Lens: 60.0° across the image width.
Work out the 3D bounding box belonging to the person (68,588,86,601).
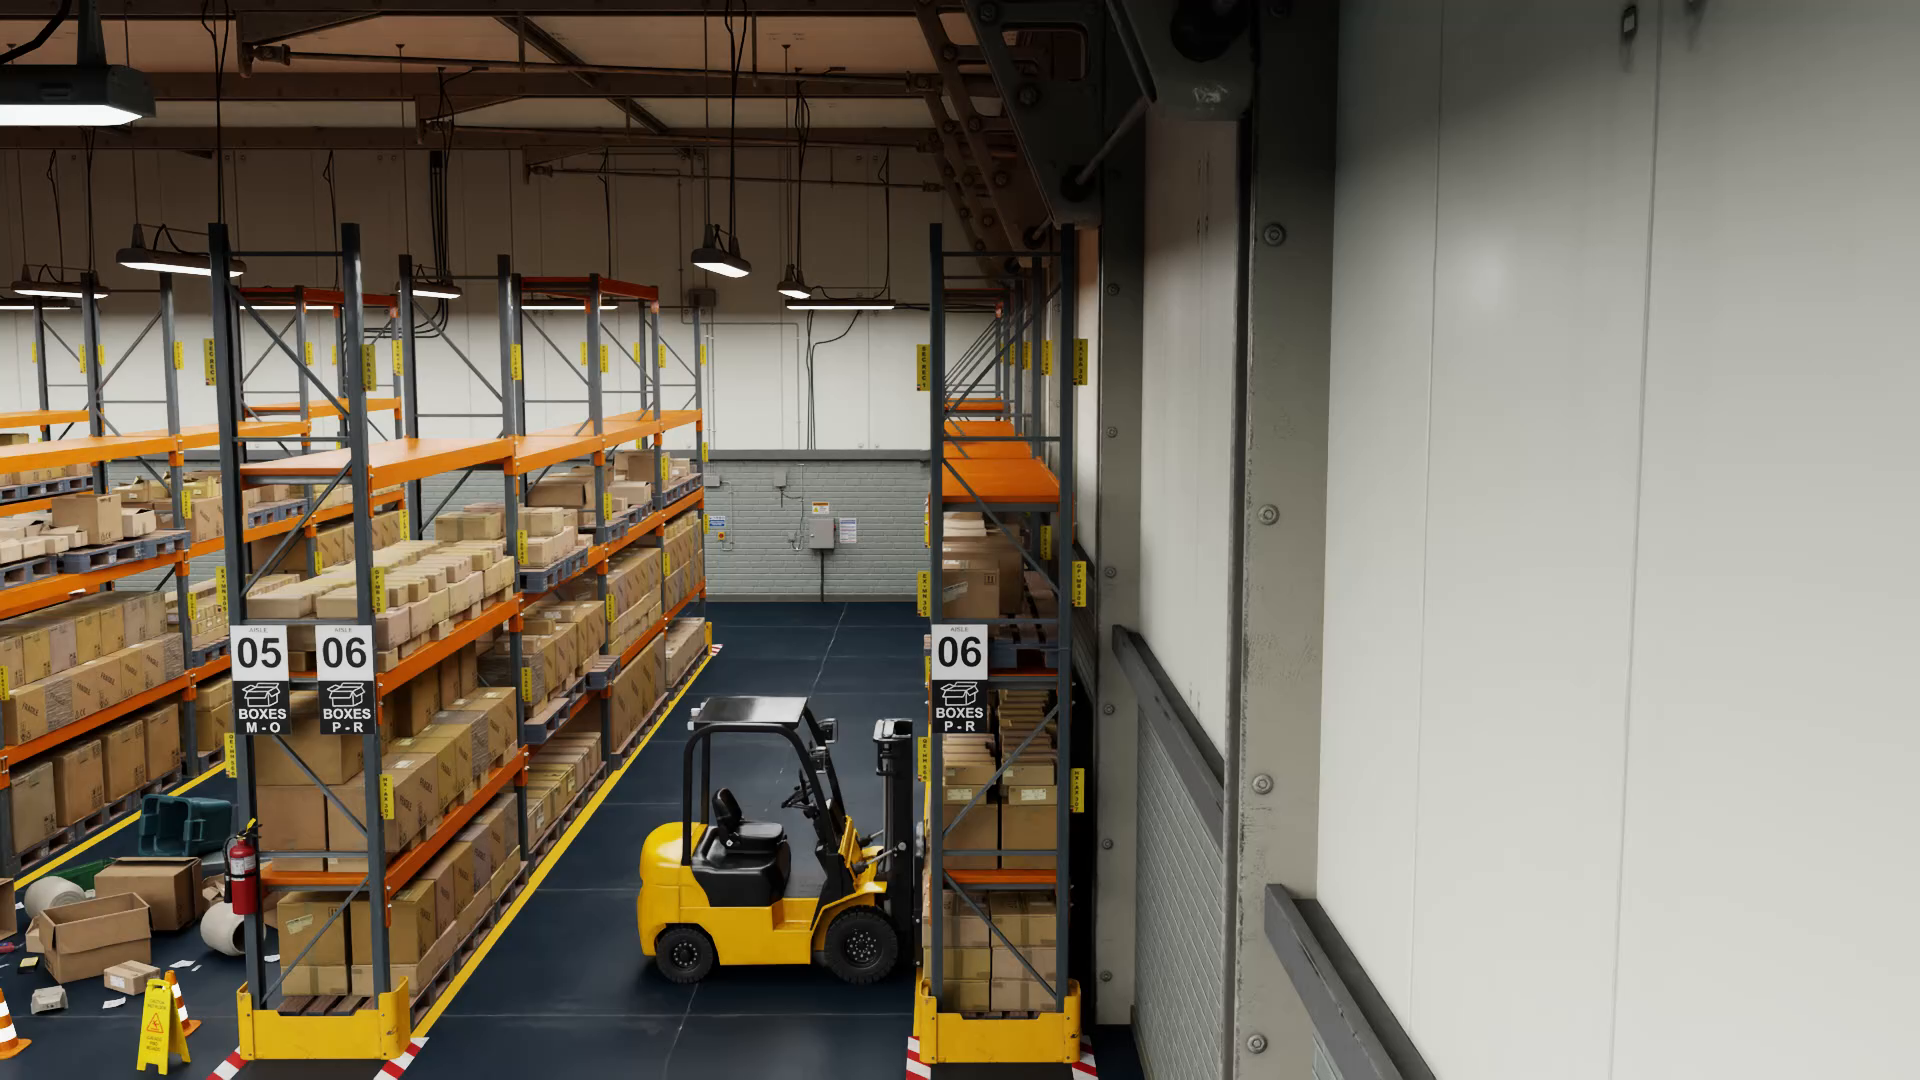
[{"bbox_3d":[-12.591,1.520,23.845,0.429,1.802,0.597,0,7,1],"label":"person"}]
